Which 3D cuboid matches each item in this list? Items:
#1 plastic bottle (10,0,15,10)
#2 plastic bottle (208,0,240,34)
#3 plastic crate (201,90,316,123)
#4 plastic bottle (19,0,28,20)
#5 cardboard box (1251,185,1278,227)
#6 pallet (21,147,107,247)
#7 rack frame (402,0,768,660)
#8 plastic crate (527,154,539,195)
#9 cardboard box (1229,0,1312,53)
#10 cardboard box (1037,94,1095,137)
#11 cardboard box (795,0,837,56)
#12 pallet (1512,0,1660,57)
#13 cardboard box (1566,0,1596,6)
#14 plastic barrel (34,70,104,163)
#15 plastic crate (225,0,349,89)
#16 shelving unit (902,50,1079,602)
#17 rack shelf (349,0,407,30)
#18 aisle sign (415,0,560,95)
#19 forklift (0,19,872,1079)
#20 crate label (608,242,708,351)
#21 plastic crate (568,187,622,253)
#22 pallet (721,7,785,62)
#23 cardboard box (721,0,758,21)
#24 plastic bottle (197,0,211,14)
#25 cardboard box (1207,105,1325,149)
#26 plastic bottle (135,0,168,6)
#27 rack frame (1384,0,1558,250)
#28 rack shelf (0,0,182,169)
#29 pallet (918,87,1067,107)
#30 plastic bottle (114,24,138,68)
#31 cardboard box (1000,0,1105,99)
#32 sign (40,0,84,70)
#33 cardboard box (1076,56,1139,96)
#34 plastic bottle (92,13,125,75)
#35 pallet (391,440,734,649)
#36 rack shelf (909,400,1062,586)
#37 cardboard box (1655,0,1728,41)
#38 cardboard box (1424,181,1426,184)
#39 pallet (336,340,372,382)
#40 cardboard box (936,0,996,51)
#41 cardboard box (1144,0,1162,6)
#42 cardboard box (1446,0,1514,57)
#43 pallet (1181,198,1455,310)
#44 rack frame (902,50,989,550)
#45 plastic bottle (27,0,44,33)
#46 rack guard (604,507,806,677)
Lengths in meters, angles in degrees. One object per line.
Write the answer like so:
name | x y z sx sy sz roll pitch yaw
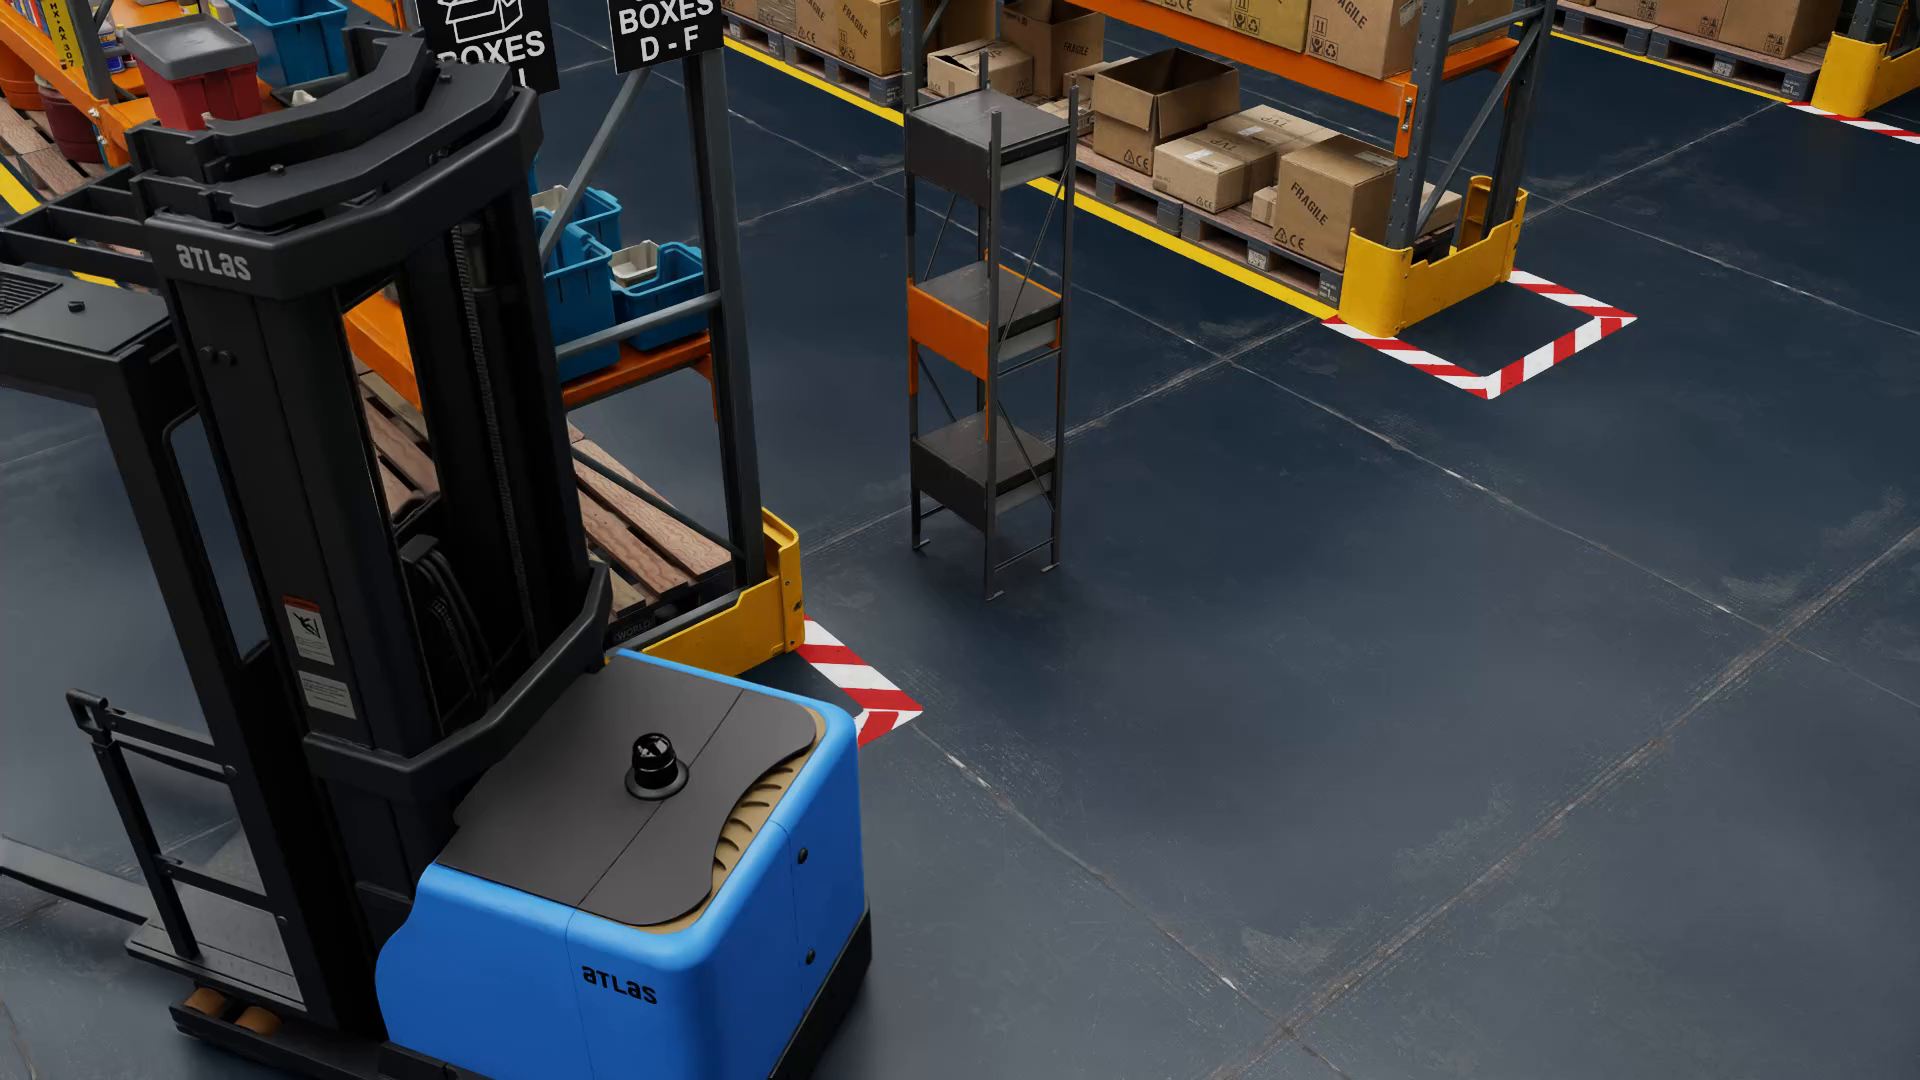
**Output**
plastic bottle | -5.153 -3.009 9.075 0.097 0.201 0.097 0 35 0
plastic bottle | -3.764 -2.724 8.543 0.144 0.351 0.185 -26 43 -32
plastic crate | -2.914 -1.683 7.082 0.437 0.282 0.530 -26 43 -32
plastic bottle | -5.003 -2.907 8.931 0.097 0.201 0.097 0 35 0
cardboard box | 1.878 -1.914 9.427 0.380 0.166 0.250 -26 43 -32
pallet | -5.016 -2.207 10.184 1.003 0.211 1.213 -26 43 -32
rack frame | -1.177 -0.684 5.620 1.000 3.000 0.127 -26 43 -32
plastic crate | -1.934 -1.453 6.799 0.416 0.233 0.300 -26 43 -32
cardboard box | 1.775 -2.894 8.655 0.500 0.500 0.500 -26 43 -31
cardboard box | 0.700 -2.675 10.502 0.380 0.166 0.250 -26 43 -32
cardboard box | -0.822 -3.788 11.785 0.500 0.500 0.500 -26 43 -32
pallet | 5.032 -4.103 12.861 1.003 0.211 1.213 -26 43 -32
cardboard box | 4.865 -4.477 12.776 0.700 0.500 0.500 -25 42 -31
plastic barrel | -5.282 -2.695 10.183 0.600 0.588 0.708 -26 43 -32
plastic crate | -3.196 -2.389 7.990 0.392 0.384 0.575 -26 43 -32
shelving unit | 0.107 -0.784 6.540 0.431 2.100 0.503 -26 43 -32
rack shelf | -2.468 -2.497 6.208 1.077 0.370 4.000 -26 43 -32
aisle sign | -1.354 -1.604 4.670 0.394 0.787 0.004 -26 43 -32
forklift | -1.849 0.107 4.563 3.031 2.935 1.130 13 37 17
crate label | -1.085 -0.872 5.979 0.416 0.233 0.303 -26 43 -32
plastic crate | -1.510 -1.163 6.389 0.416 0.233 0.300 -26 43 -32
pallet | -1.317 -4.042 12.774 1.003 0.211 1.213 -26 43 -32
cardboard box | -1.475 -4.233 12.413 0.500 0.500 0.500 -28 44 -33
plastic bottle | -4.002 -2.907 8.867 0.152 0.276 0.135 -26 43 -32
cardboard box | 1.830 -2.375 10.006 0.500 0.250 0.500 -26 43 -32
plastic bottle | -4.480 -3.098 9.136 0.152 0.276 0.135 -26 43 -32
rack frame | 2.609 -2.530 8.227 1.000 3.000 0.127 -26 43 -32
rack shelf | -5.049 -3.039 9.569 1.077 0.370 4.000 -26 43 -32
pallet | 0.470 -2.854 11.098 1.003 0.211 1.213 -26 43 -32
plastic bottle | -4.176 -2.477 8.324 0.097 0.201 0.097 0 35 0
cardboard box | 0.612 -3.309 11.110 0.500 0.500 0.500 -26 43 -32
sign | -4.180 -2.359 7.745 0.100 0.325 0.005 -26 43 -32
cardboard box | 1.096 -2.901 10.697 0.500 0.311 0.500 -26 43 -32
plastic bottle | -4.260 -2.453 8.225 0.152 0.276 0.135 -26 43 -32
pallet | -1.680 0.075 6.961 1.003 0.211 1.213 -26 43 -32
rack shelf | 0.107 -0.201 6.952 0.431 0.518 0.480 -26 43 -32
cardboard box | 5.540 -4.023 12.134 0.700 0.500 0.500 -26 43 -32
cardboard box | 2.440 -1.976 9.516 0.380 0.166 0.250 -26 43 -32
pallet | -3.254 -1.002 8.482 1.003 0.211 1.213 -26 43 -32
cardboard box | -0.098 -3.760 11.745 0.500 0.500 0.500 -28 44 -34
cardboard box | 1.132 -3.339 9.283 0.500 0.500 0.500 -27 43 -32
cardboard box | 2.524 -2.865 8.613 0.500 0.500 0.500 -25 42 -31
pallet | 2.045 -1.777 9.576 1.003 0.211 1.213 -26 43 -32
rack frame | -0.051 -0.892 6.692 0.400 2.100 0.015 -26 43 -32
plastic bottle | -4.821 -2.837 8.767 0.152 0.276 0.135 -26 43 -32
rack guard | -1.152 0.342 6.335 1.175 0.500 0.348 -26 43 -32
